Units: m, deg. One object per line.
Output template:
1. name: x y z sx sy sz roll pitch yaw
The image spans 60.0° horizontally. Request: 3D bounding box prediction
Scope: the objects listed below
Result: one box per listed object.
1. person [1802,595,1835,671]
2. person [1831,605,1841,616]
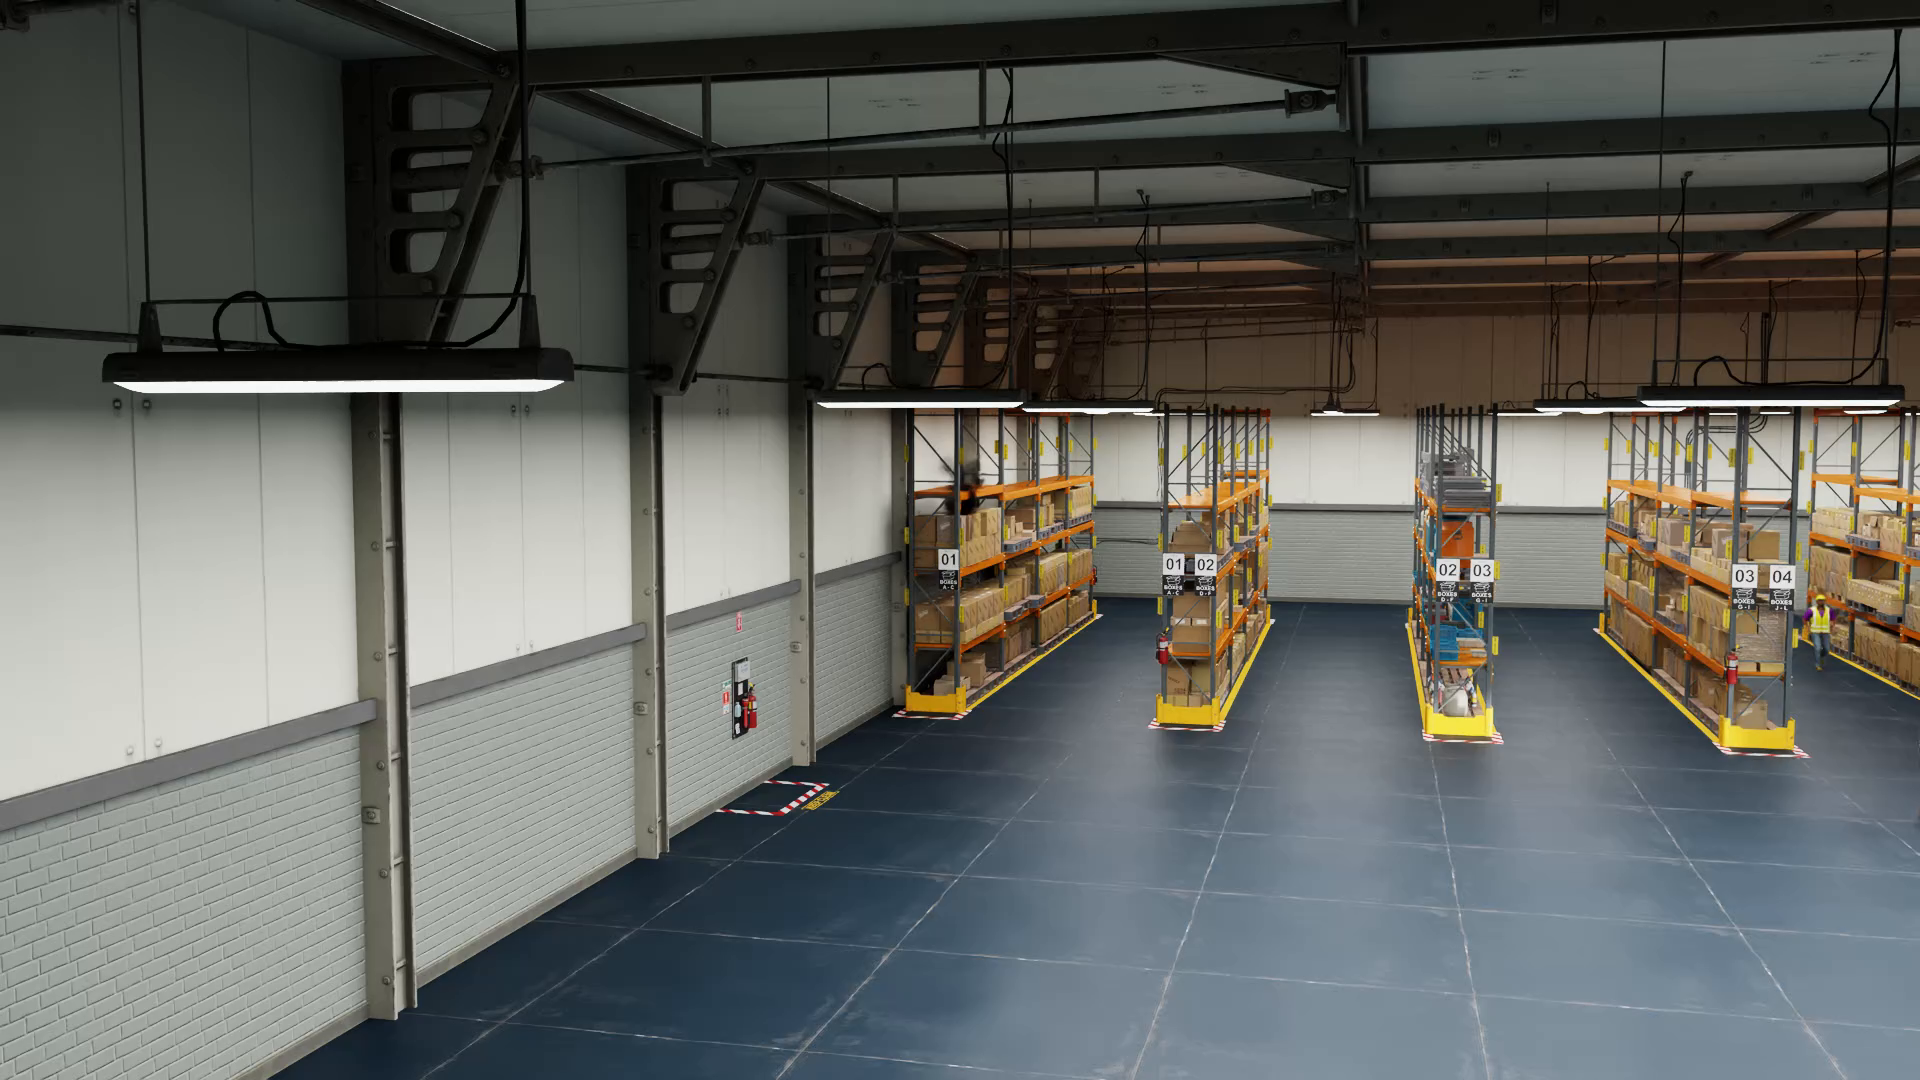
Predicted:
1. person: 19.577 2.106 37.888 0.700 1.718 0.625 1 4 14
2. person: 23.403 1.647 44.382 0.744 1.692 0.550 -3 5 -36
